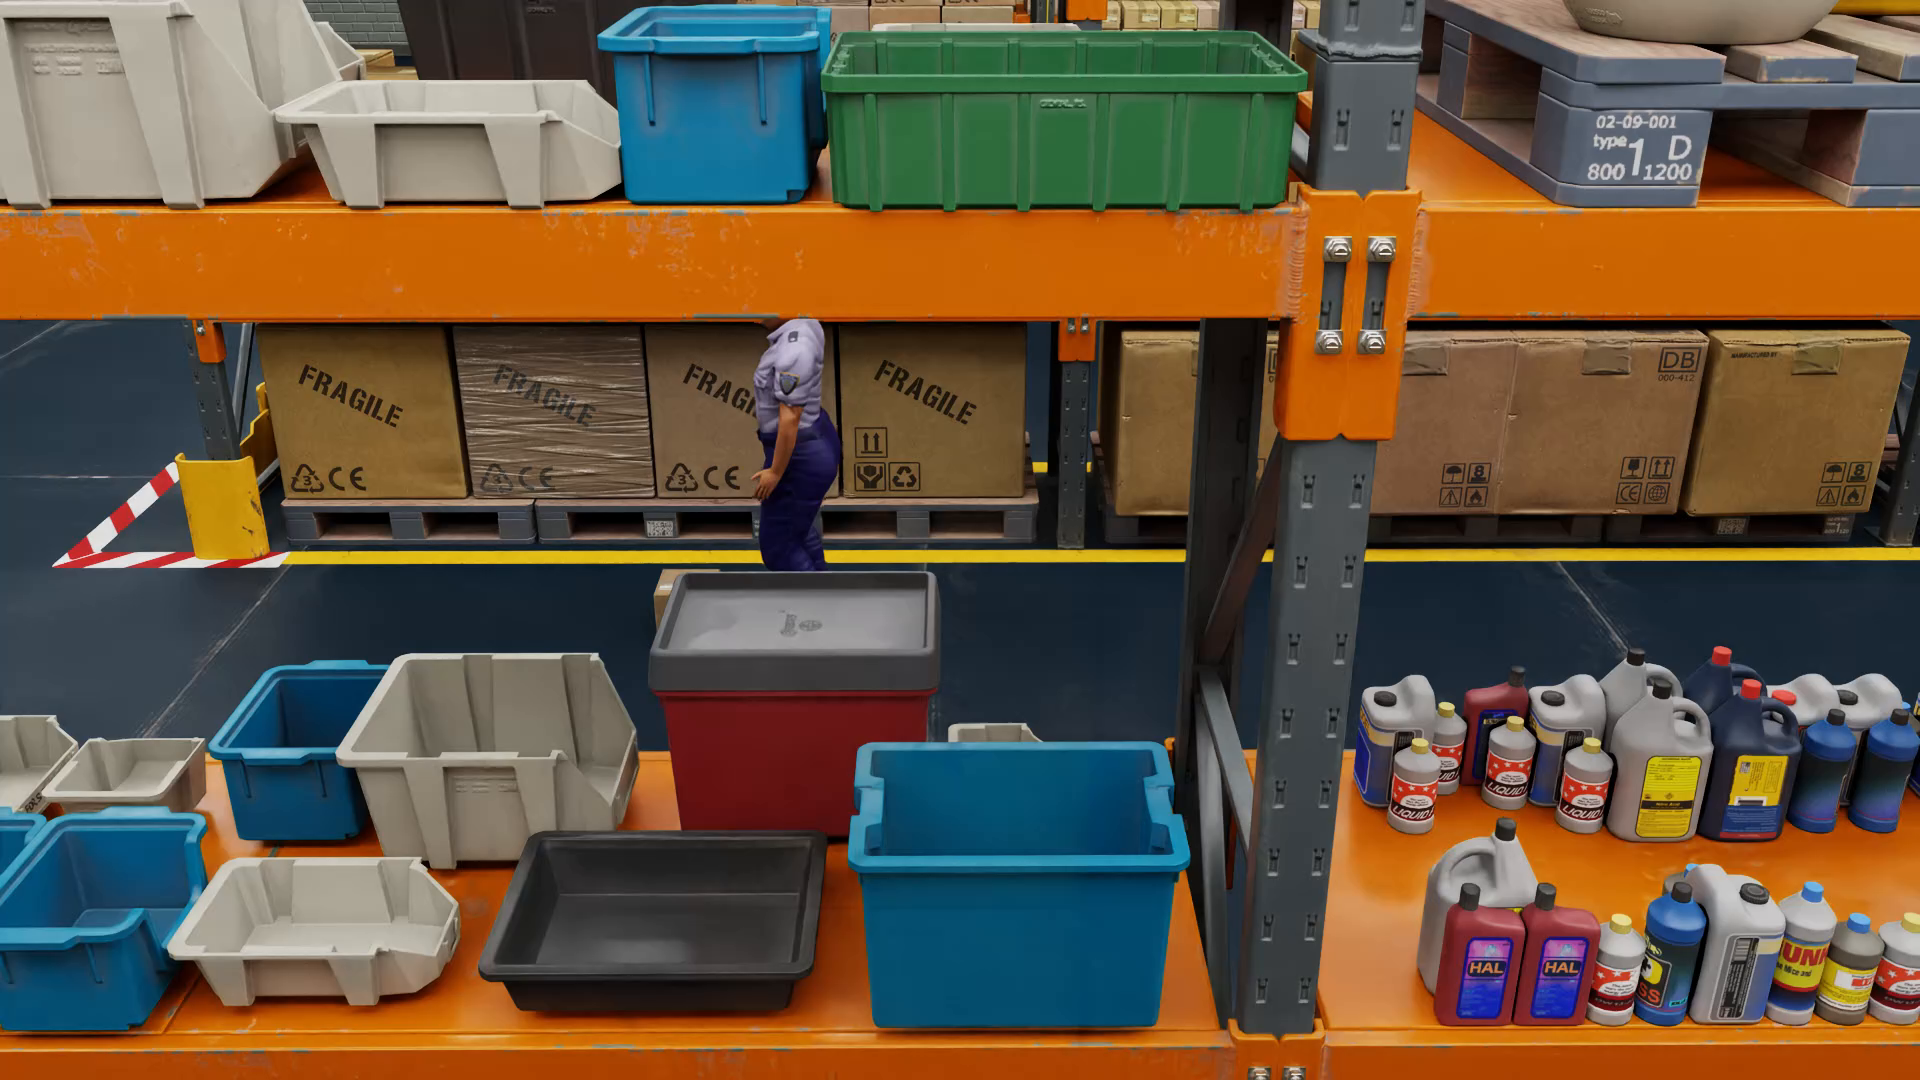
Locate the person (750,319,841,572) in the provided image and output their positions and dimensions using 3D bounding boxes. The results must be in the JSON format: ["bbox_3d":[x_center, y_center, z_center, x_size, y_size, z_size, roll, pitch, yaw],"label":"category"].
[{"bbox_3d":[-0.674,-0.323,6.874,0.351,1.633,0.483,0,24,1],"label":"person"}]
